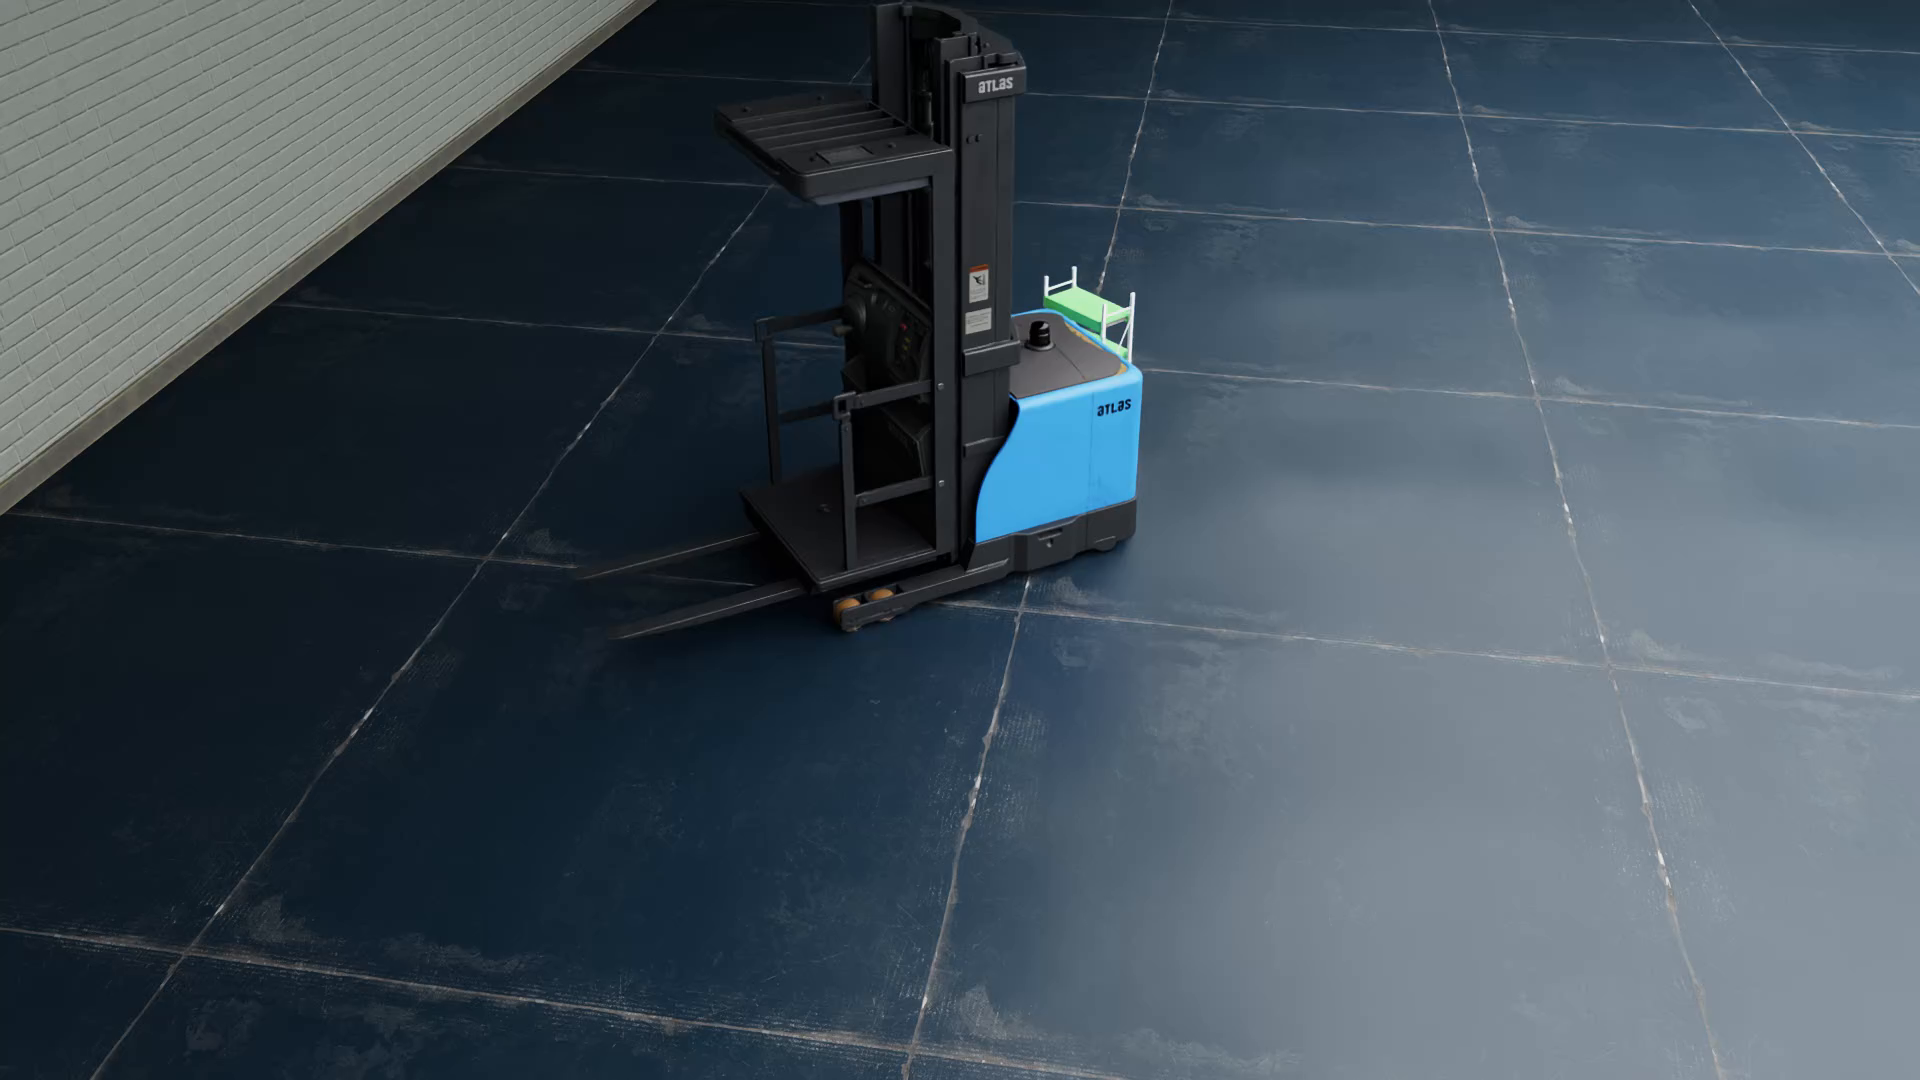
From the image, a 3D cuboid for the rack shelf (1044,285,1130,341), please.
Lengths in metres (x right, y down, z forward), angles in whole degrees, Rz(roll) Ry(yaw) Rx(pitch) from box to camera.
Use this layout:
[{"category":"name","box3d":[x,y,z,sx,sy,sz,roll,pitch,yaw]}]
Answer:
[{"category":"rack shelf","box3d":[0.737,-1.300,9.586,0.258,0.148,0.480,-23,39,-32]}]

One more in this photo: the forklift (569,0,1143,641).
[{"category":"forklift","box3d":[-0.555,-1.089,8.401,3.031,2.935,1.130,-16,35,-23]}]

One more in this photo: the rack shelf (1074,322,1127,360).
[{"category":"rack shelf","box3d":[0.737,-1.097,9.713,0.258,0.148,0.480,-23,39,-32]}]

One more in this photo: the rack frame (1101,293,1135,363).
[{"category":"rack frame","box3d":[0.891,-0.847,9.646,0.240,1.200,0.015,-23,39,-32]}]

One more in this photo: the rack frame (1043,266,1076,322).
[{"category":"rack frame","box3d":[0.582,-1.048,9.967,0.240,1.200,0.015,-23,39,-32]}]

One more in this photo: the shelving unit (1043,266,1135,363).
[{"category":"shelving unit","box3d":[0.737,-0.947,9.807,0.258,1.200,0.503,-23,39,-32]}]
